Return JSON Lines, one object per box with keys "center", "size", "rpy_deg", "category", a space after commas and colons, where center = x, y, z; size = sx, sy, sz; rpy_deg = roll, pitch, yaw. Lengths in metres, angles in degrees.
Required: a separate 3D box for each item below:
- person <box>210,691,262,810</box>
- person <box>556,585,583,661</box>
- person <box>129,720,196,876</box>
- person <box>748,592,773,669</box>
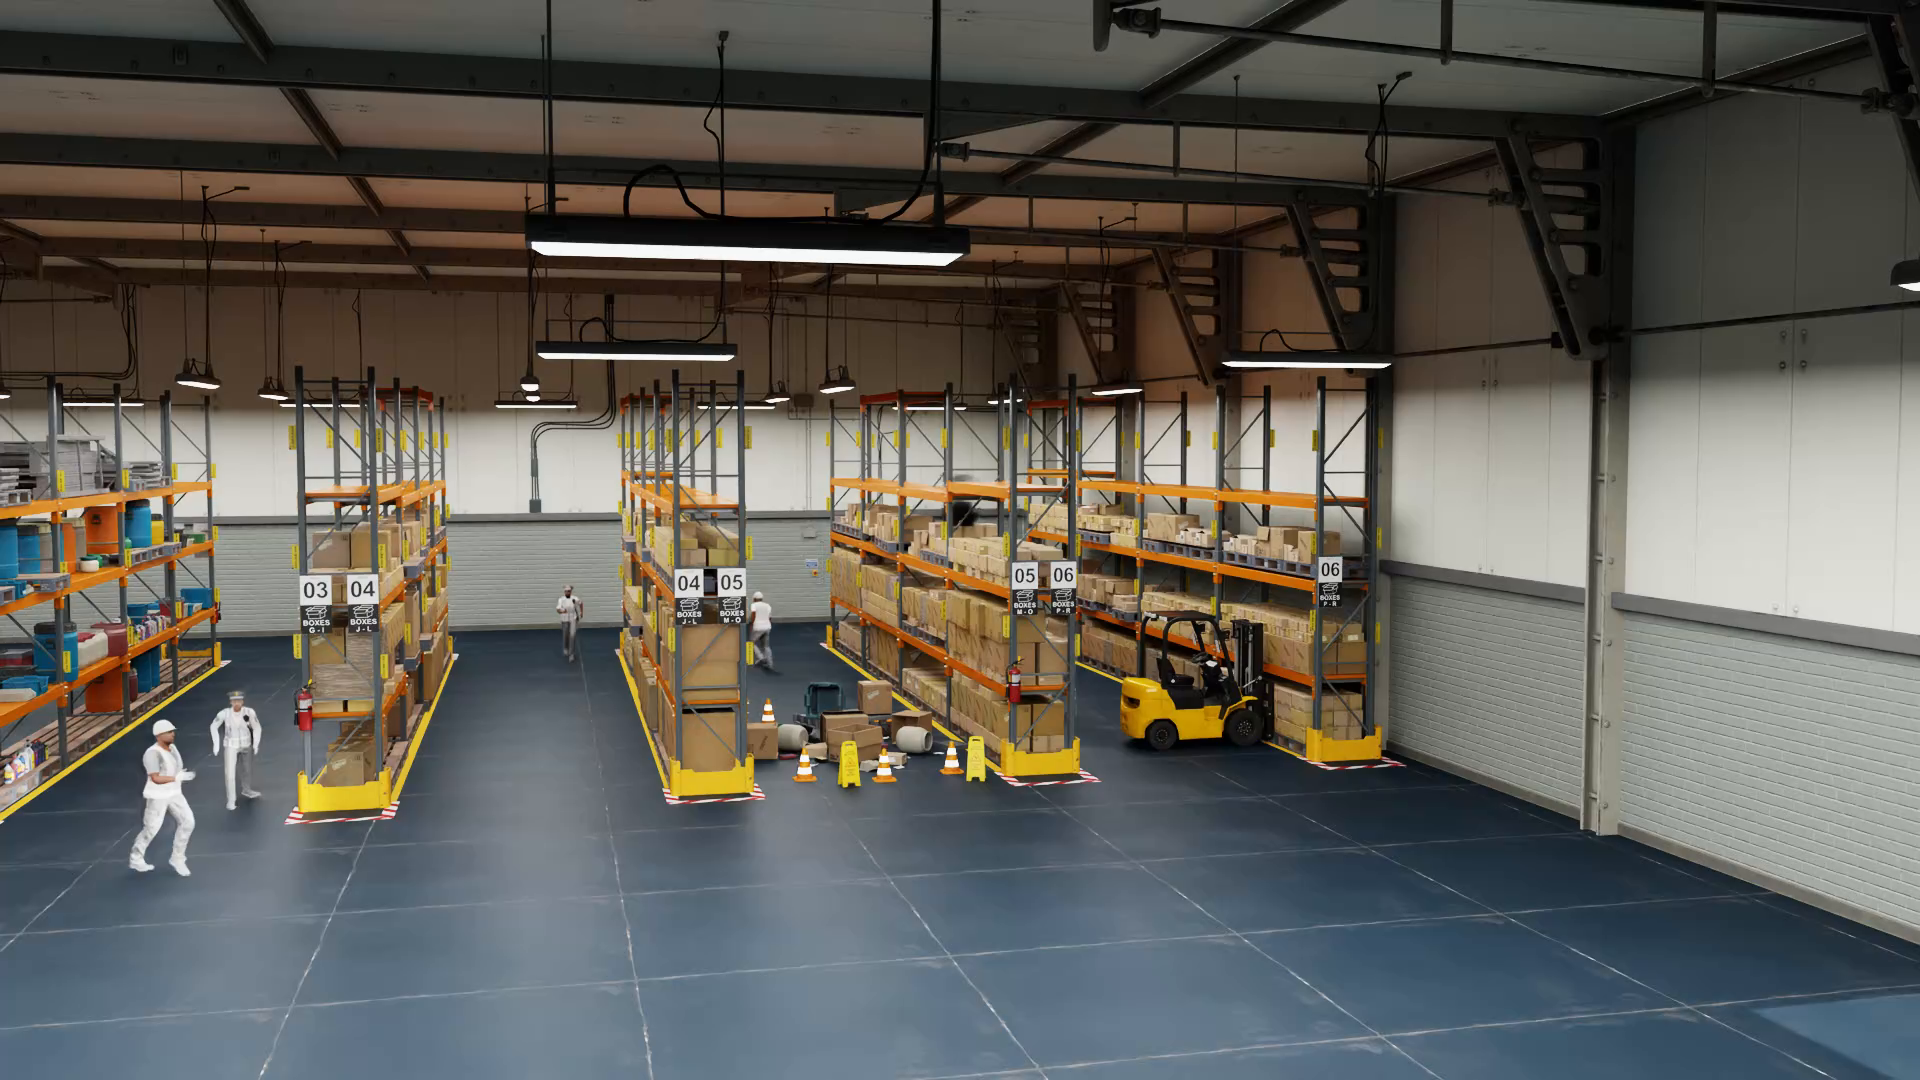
{"center": [-9.938, 2.841, 22.860], "size": [0.664, 1.628, 0.743], "rpy_deg": [-2, 4, -36], "category": "person"}
{"center": [-8.958, 1.883, 38.182], "size": [0.577, 1.741, 0.898], "rpy_deg": [0, 3, -8], "category": "person"}
{"center": [-9.128, 2.974, 19.082], "size": [0.855, 1.835, 0.647], "rpy_deg": [1, 3, 10], "category": "person"}
{"center": [-4.426, 1.976, 36.708], "size": [0.722, 1.655, 0.892], "rpy_deg": [-3, 4, -39], "category": "person"}
